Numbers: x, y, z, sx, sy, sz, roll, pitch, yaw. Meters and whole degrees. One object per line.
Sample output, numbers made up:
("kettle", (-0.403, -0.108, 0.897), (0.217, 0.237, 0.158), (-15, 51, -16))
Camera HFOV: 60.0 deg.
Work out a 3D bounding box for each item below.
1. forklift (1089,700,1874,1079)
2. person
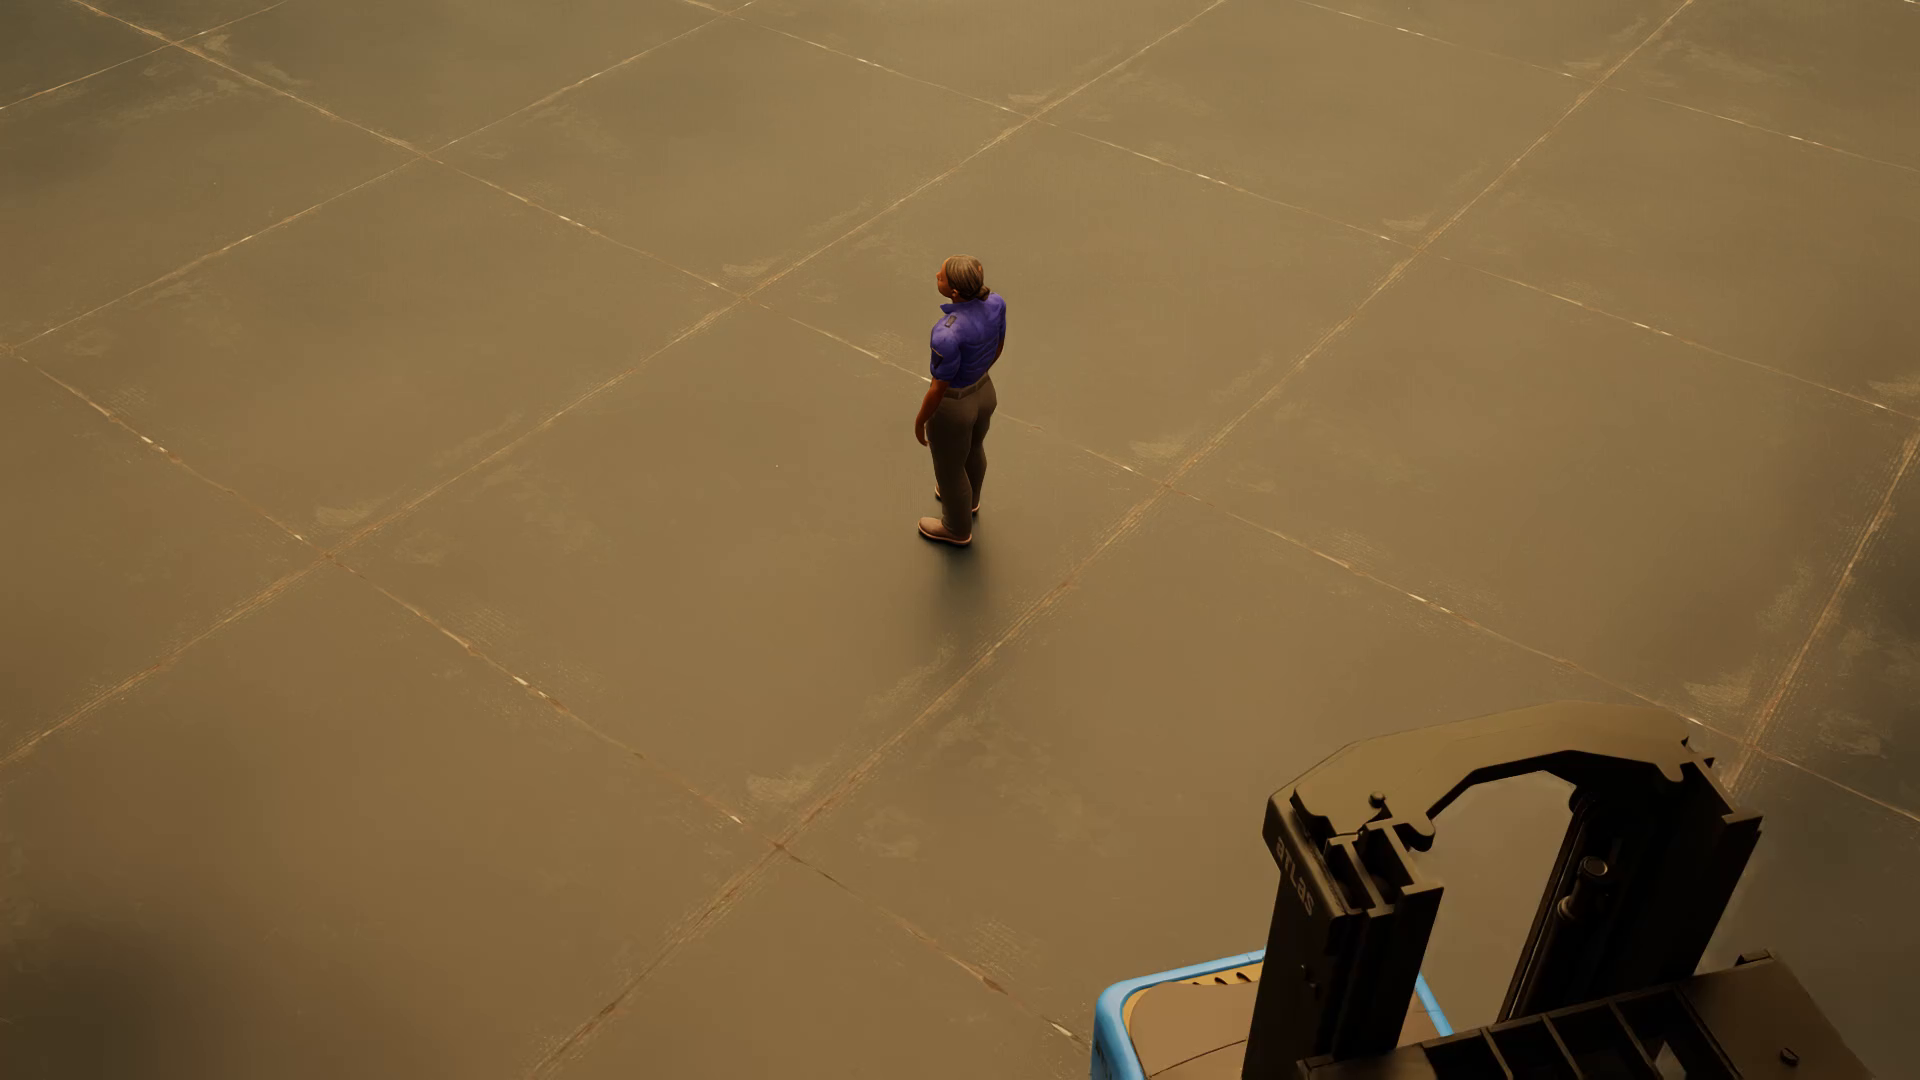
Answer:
("forklift", (1.263, 1.916, 3.827), (1.130, 2.935, 3.031), (-10, 41, -11))
("person", (-0.058, -0.680, 7.844), (0.503, 1.656, 0.570), (26, 47, 28))
